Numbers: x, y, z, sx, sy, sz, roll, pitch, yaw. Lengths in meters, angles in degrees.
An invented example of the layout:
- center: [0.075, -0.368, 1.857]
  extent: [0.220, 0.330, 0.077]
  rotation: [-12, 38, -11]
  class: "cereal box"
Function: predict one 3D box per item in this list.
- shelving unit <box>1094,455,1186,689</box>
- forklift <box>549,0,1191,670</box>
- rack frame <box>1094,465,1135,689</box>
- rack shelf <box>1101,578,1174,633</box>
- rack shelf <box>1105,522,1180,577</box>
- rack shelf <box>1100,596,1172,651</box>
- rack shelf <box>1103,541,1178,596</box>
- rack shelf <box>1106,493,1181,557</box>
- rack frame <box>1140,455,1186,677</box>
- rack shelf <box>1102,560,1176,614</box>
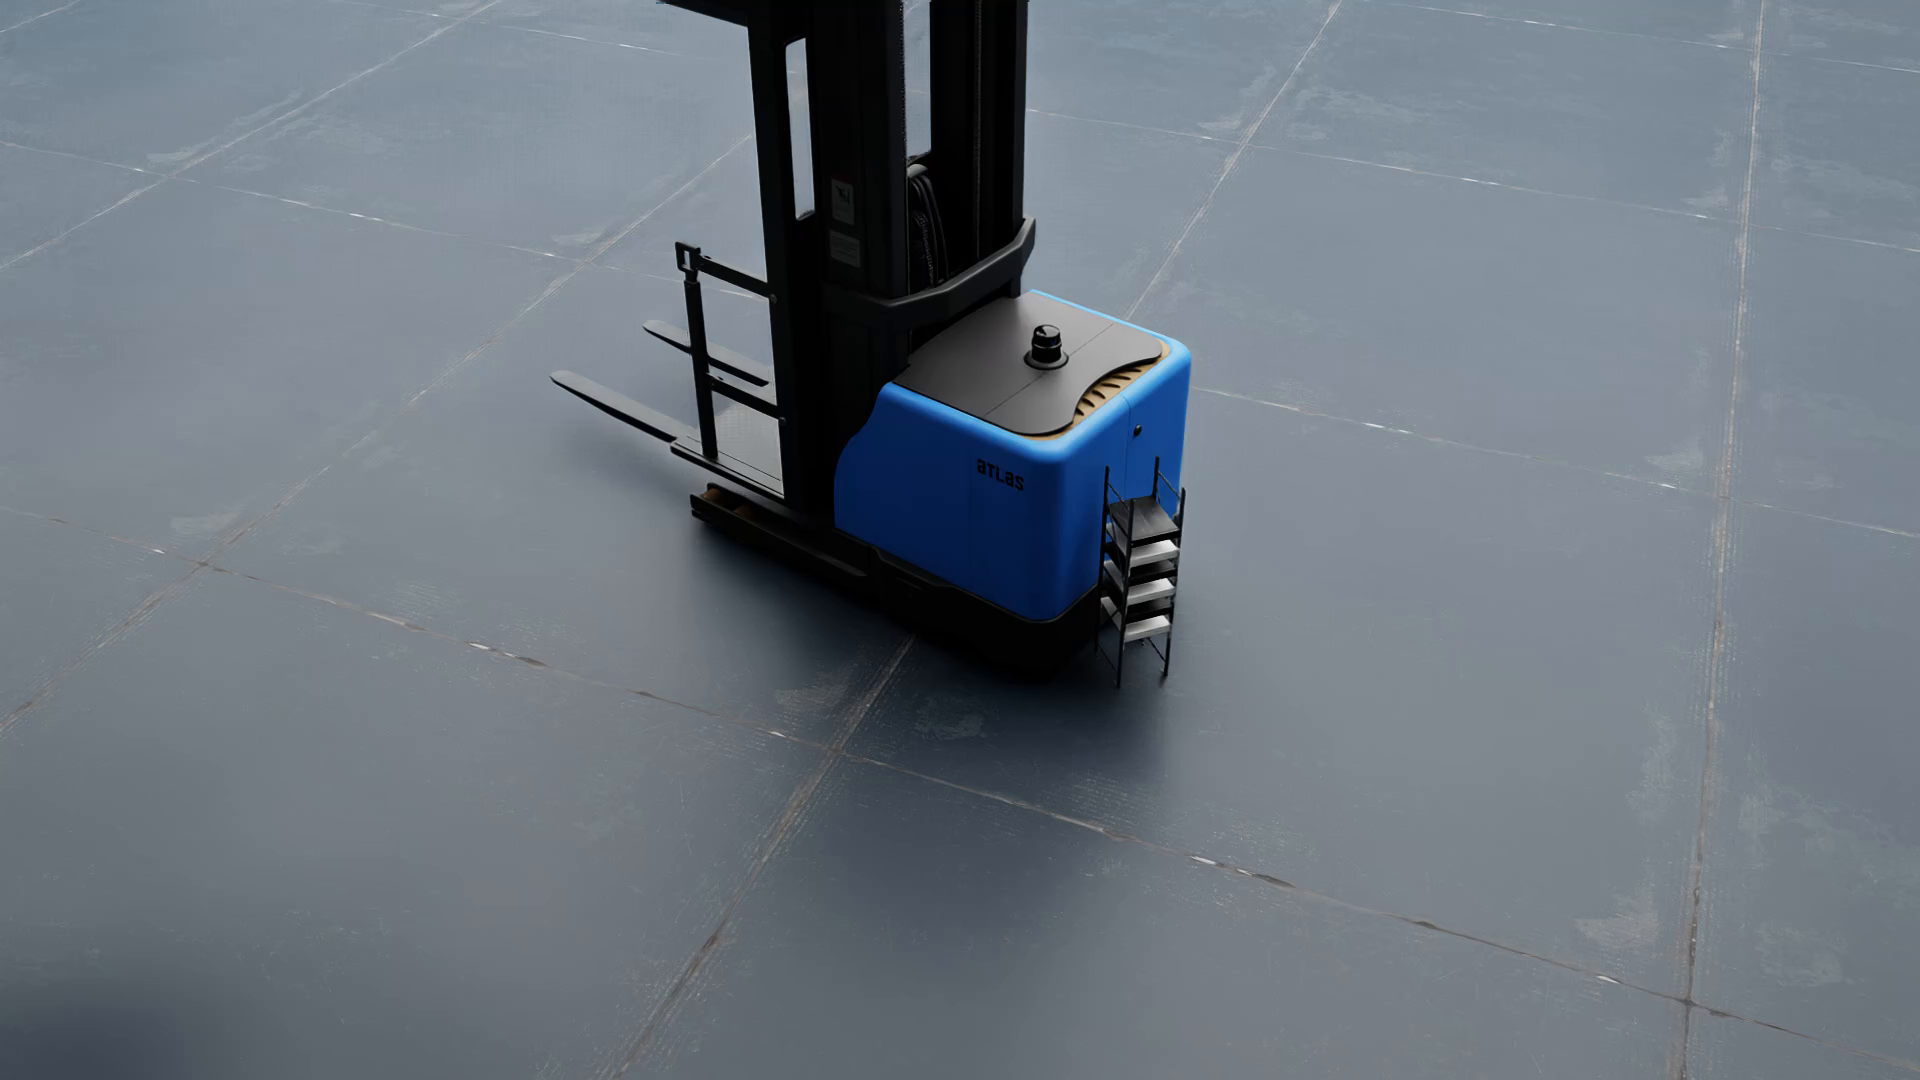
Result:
- center: [0.675, 0.132, 6.321]
  extent: [0.210, 0.900, 0.258]
  rotation: [-12, 38, -16]
  class: "shelving unit"
- center: [-0.558, -1.385, 6.655]
  extent: [3.031, 2.935, 1.130]
  rotation: [25, 43, 29]
  class: "forklift"
- center: [0.579, 0.153, 6.293]
  extent: [0.006, 0.900, 0.240]
  rotation: [-12, 38, -16]
  class: "rack frame"
- center: [0.675, 0.231, 6.395]
  extent: [0.200, 0.077, 0.258]
  rotation: [-12, 38, -16]
  class: "rack shelf"
- center: [0.675, 0.015, 6.233]
  extent: [0.200, 0.077, 0.258]
  rotation: [-12, 38, -16]
  class: "rack shelf"
- center: [0.675, 0.303, 6.449]
  extent: [0.200, 0.077, 0.258]
  rotation: [-12, 38, -16]
  class: "rack shelf"
- center: [0.675, 0.087, 6.287]
  extent: [0.200, 0.077, 0.258]
  rotation: [-12, 38, -16]
  class: "rack shelf"
- center: [0.675, -0.057, 6.179]
  extent: [0.200, 0.077, 0.258]
  rotation: [-12, 38, -16]
  class: "rack shelf"
- center: [0.771, 0.112, 6.349]
  extent: [0.006, 0.900, 0.240]
  rotation: [-12, 38, -16]
  class: "rack frame"
- center: [0.675, 0.159, 6.341]
  extent: [0.200, 0.077, 0.258]
  rotation: [-12, 38, -16]
  class: "rack shelf"
